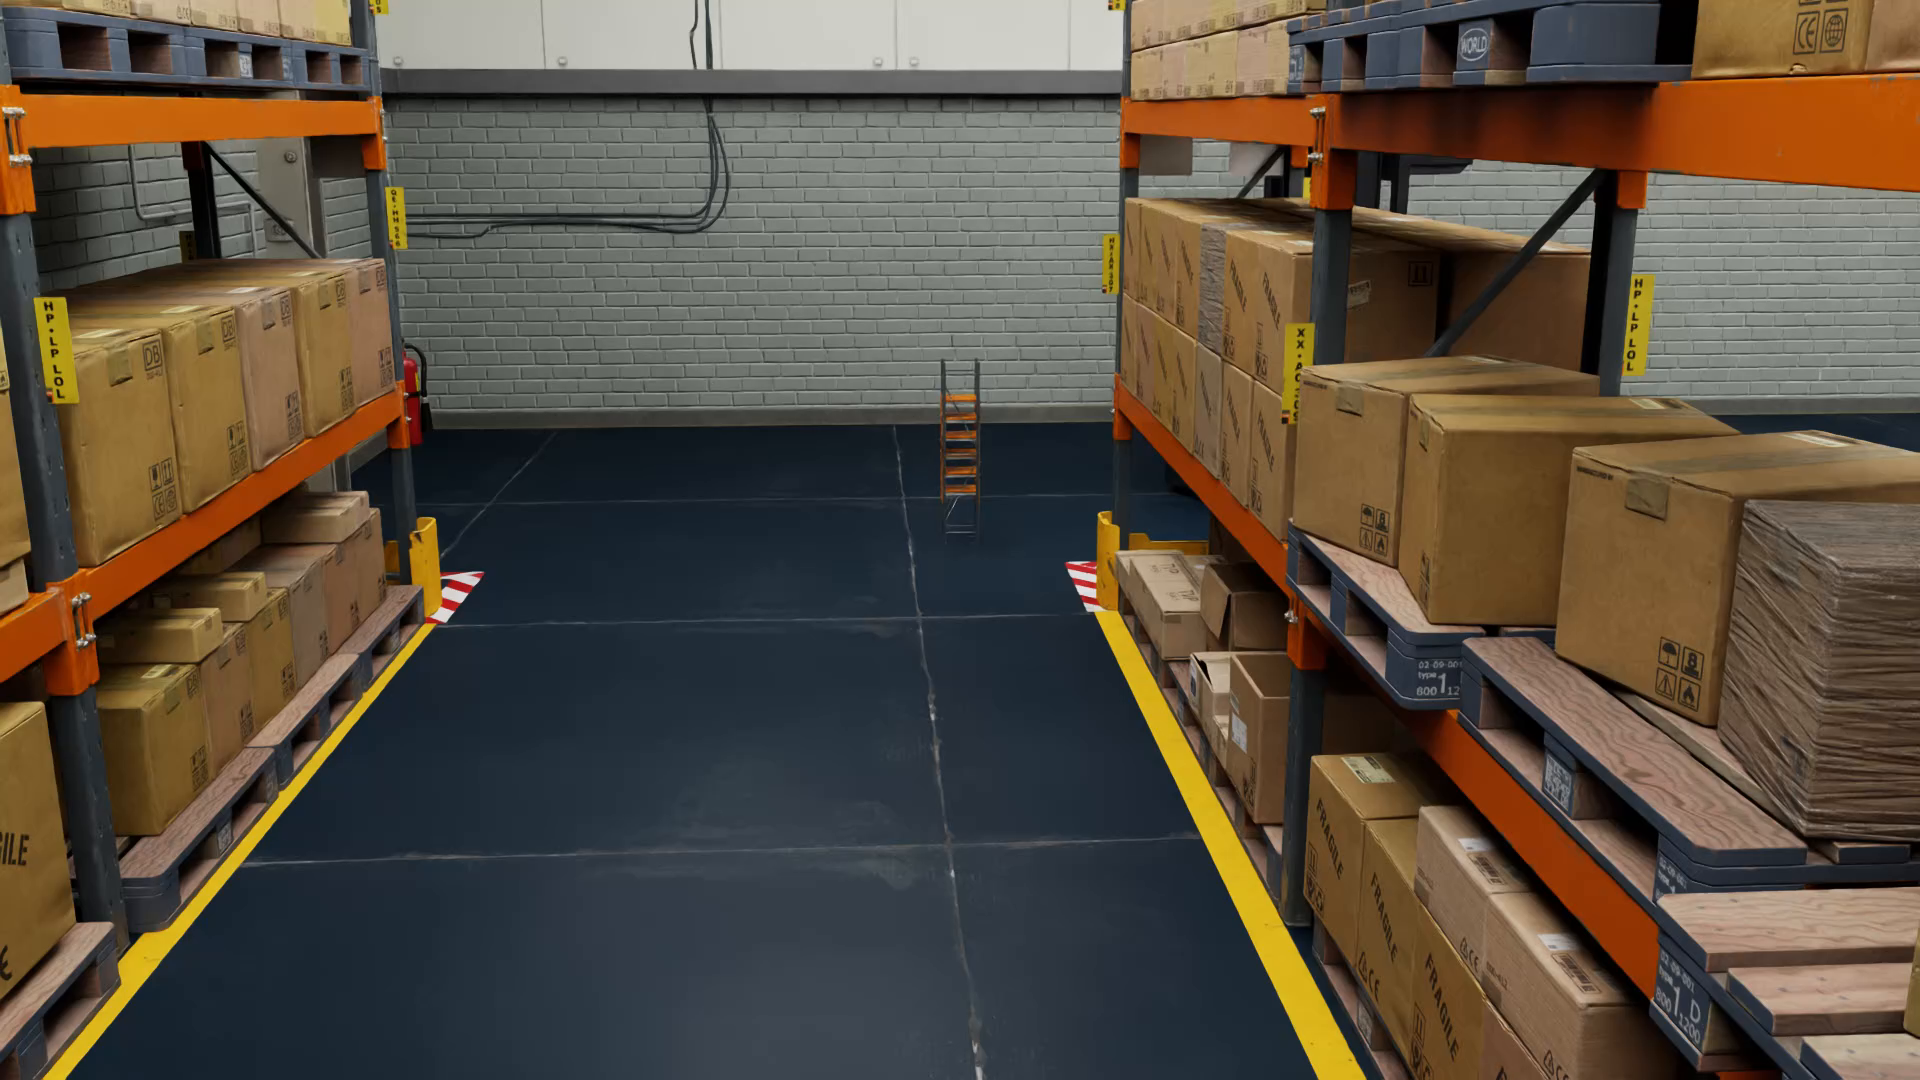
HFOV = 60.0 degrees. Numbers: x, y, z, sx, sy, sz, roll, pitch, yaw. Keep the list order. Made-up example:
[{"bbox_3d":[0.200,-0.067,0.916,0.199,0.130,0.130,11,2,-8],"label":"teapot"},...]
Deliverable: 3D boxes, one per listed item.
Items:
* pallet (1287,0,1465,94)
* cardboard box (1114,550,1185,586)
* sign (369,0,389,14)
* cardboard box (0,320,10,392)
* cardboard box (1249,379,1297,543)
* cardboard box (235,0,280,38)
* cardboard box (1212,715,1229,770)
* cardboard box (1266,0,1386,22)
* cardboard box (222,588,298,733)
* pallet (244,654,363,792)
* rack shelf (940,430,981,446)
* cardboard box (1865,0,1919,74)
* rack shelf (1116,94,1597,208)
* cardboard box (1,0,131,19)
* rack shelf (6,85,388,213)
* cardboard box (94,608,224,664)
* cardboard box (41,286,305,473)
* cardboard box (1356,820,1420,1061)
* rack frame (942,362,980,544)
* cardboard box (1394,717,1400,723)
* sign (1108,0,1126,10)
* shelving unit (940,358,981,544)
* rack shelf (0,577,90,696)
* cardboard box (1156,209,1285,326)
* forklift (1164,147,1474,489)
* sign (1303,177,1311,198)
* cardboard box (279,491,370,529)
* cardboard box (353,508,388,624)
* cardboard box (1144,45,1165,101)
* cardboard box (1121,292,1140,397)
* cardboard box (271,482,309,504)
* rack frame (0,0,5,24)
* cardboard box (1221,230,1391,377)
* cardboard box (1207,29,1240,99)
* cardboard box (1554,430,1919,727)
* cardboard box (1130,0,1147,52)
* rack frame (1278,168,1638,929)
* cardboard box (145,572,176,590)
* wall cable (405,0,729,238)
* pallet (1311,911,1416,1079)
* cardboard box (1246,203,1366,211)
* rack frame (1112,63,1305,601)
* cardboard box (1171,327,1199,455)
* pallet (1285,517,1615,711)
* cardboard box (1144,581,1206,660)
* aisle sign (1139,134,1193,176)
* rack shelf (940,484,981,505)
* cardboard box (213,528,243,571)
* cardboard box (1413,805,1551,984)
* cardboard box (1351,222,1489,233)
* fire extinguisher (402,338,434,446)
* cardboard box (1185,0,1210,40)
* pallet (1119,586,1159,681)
[{"bbox_3d":[1.600,-1.323,4.506,1.213,0.211,1.003,-1,14,-3],"label":"pallet"},{"bbox_3d":[1.065,0.158,9.232,0.380,0.149,0.250,-1,14,-3],"label":"cardboard box"},{"bbox_3d":[-3.019,-2.890,8.601,0.100,0.325,0.005,-1,14,-3],"label":"sign"},{"bbox_3d":[-3.030,-0.500,4.608,0.500,0.250,0.500,-1,14,-2],"label":"cardboard box"},{"bbox_3d":[1.343,-0.293,5.946,0.500,0.500,0.500,-1,14,-3],"label":"cardboard box"},{"bbox_3d":[-3.181,-2.237,6.939,0.500,0.250,0.500,-1,14,-5],"label":"cardboard box"},{"bbox_3d":[1.228,0.813,6.684,0.380,0.149,0.250,-1,14,-3],"label":"cardboard box"},{"bbox_3d":[1.329,-1.864,5.527,0.500,0.250,0.500,-1,14,-3],"label":"cardboard box"},{"bbox_3d":[-3.315,0.520,7.160,0.700,0.500,0.500,-1,14,-2],"label":"cardboard box"},{"bbox_3d":[-3.362,0.809,7.459,1.003,0.211,1.213,-1,14,-3],"label":"pallet"},{"bbox_3d":[0.001,-0.651,10.844,0.258,0.103,0.180,-1,14,-3],"label":"rack shelf"},{"bbox_3d":[1.786,-0.866,2.151,0.910,0.500,0.500,-1,14,-3],"label":"cardboard box"},{"bbox_3d":[1.506,-1.726,7.140,1.077,0.370,4.000,-1,14,-3],"label":"rack shelf"},{"bbox_3d":[-3.094,-1.855,5.454,0.500,0.250,0.500,-1,14,-4],"label":"cardboard box"},{"bbox_3d":[-3.438,-1.649,6.839,1.077,0.370,4.000,-1,14,-3],"label":"rack shelf"},{"bbox_3d":[-3.097,0.370,6.439,0.380,0.149,0.250,0,14,-2],"label":"cardboard box"},{"bbox_3d":[-3.426,-0.690,7.087,0.980,0.700,0.700,-2,15,-6],"label":"cardboard box"},{"bbox_3d":[1.461,1.129,4.750,0.500,0.500,0.500,-1,14,-3],"label":"cardboard box"},{"bbox_3d":[0.007,-0.555,10.774,0.240,1.200,0.006,-1,14,-3],"label":"rack frame"},{"bbox_3d":[1.756,0.712,7.043,0.380,0.166,0.250,-1,14,-3],"label":"cardboard box"},{"bbox_3d":[0.841,-2.987,8.842,0.100,0.325,0.005,-1,14,-3],"label":"sign"},{"bbox_3d":[0.001,-0.577,10.863,0.258,1.200,0.189,-1,14,-3],"label":"shelving unit"},{"bbox_3d":[-3.190,0.799,3.346,1.077,0.370,4.000,-1,14,-3],"label":"rack shelf"},{"bbox_3d":[1.213,-1.283,7.787,0.500,0.500,0.500,-1,14,-3],"label":"cardboard box"},{"bbox_3d":[3.057,-1.885,12.470,3.031,2.935,1.130,-9,17,-30],"label":"forklift"},{"bbox_3d":[1.937,-1.837,9.188,0.100,0.325,0.005,-1,14,-3],"label":"sign"},{"bbox_3d":[-3.229,-0.147,8.451,0.380,0.149,0.250,-1,14,-4],"label":"cardboard box"},{"bbox_3d":[-3.419,0.138,8.645,0.700,0.500,0.500,-1,14,-3],"label":"cardboard box"},{"bbox_3d":[1.178,-2.243,8.006,0.500,0.250,0.500,-1,14,-3],"label":"cardboard box"},{"bbox_3d":[1.147,-1.053,8.900,0.500,0.500,0.500,-1,14,-2],"label":"cardboard box"},{"bbox_3d":[-3.626,-0.204,8.673,0.380,0.149,0.250,-1,14,-3],"label":"cardboard box"},{"bbox_3d":[-3.314,-2.953,4.443,1.000,3.000,0.127,-1,14,-3],"label":"rack frame"},{"bbox_3d":[1.306,-0.906,6.322,0.500,0.500,0.500,-1,14,-5],"label":"cardboard box"},{"bbox_3d":[1.274,-1.870,6.557,0.500,0.250,0.500,-1,14,-3],"label":"cardboard box"},{"bbox_3d":[1.801,0.062,3.722,0.700,0.500,0.500,-5,15,-18],"label":"cardboard box"},{"bbox_3d":[1.154,-2.610,8.428,0.500,0.250,0.500,-1,14,-3],"label":"cardboard box"},{"bbox_3d":[1.630,-0.125,5.491,1.000,3.000,0.127,-1,14,-3],"label":"rack frame"},{"bbox_3d":[-3.513,0.238,6.953,0.380,0.149,0.250,-1,14,-3],"label":"cardboard box"},{"bbox_3d":[-3.555,-3.856,14.184,3.097,2.526,0.112,-1,14,-3],"label":"wall cable"},{"bbox_3d":[1.718,1.428,5.054,1.003,0.211,1.213,-1,14,-3],"label":"pallet"},{"bbox_3d":[1.716,-1.420,8.318,0.500,0.500,0.500,0,14,-2],"label":"cardboard box"},{"bbox_3d":[1.382,-1.119,9.357,1.000,3.000,0.127,-1,14,-3],"label":"rack frame"},{"bbox_3d":[1.241,-0.676,7.433,0.500,0.500,0.500,-1,14,-3],"label":"cardboard box"},{"bbox_3d":[1.571,0.169,4.736,1.003,0.211,1.213,-1,14,-3],"label":"pallet"},{"bbox_3d":[1.195,0.387,8.136,0.500,0.250,0.500,-1,14,-3],"label":"cardboard box"},{"bbox_3d":[1.085,-2.391,9.082,0.394,0.787,0.004,-1,14,-3],"label":"aisle sign"},{"bbox_3d":[0.001,-0.302,10.934,0.258,0.103,0.180,-1,14,-3],"label":"rack shelf"},{"bbox_3d":[-3.562,0.047,7.696,0.380,0.149,0.250,-1,14,-3],"label":"cardboard box"},{"bbox_3d":[1.479,0.883,4.205,0.500,0.250,0.500,-1,14,-3],"label":"cardboard box"},{"bbox_3d":[1.818,-1.035,6.822,0.500,0.500,0.500,-1,14,-5],"label":"cardboard box"},{"bbox_3d":[-3.110,-0.869,9.286,0.296,0.674,0.183,-1,14,-3],"label":"fire extinguisher"},{"bbox_3d":[1.242,-2.237,6.978,0.500,0.250,0.500,-1,14,-3],"label":"cardboard box"},{"bbox_3d":[1.437,0.448,8.861,1.003,0.211,1.213,-1,14,-3],"label":"pallet"}]
